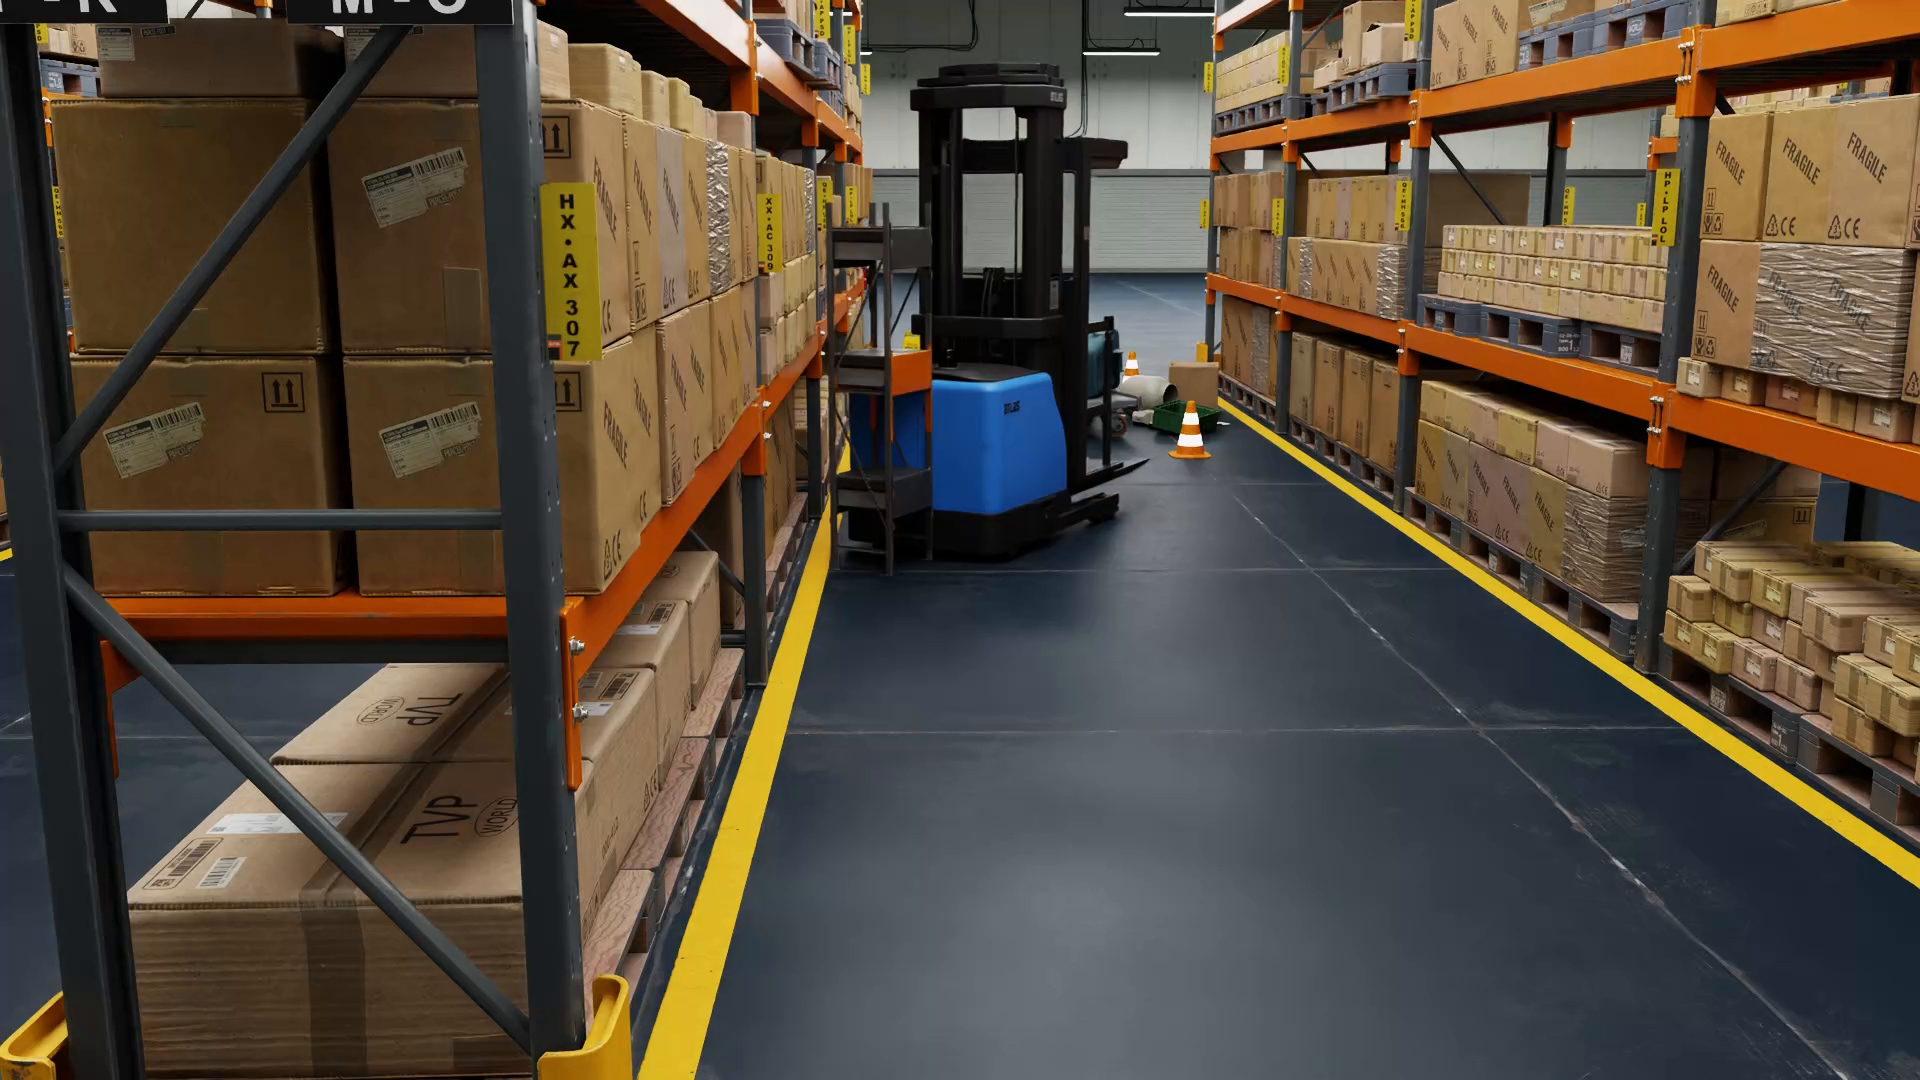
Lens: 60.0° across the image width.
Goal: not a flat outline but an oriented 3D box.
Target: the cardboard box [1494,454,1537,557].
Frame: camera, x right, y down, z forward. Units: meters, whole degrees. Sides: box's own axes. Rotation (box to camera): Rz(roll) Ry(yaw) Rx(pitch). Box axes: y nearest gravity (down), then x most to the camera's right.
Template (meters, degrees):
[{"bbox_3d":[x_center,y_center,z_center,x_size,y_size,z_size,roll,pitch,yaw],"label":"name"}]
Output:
[{"bbox_3d":[3.307,-0.197,9.217,0.500,0.500,0.500,0,11,-2],"label":"cardboard box"}]

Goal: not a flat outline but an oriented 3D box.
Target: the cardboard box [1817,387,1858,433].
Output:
[{"bbox_3d":[3.346,-0.477,5.998,0.380,0.149,0.250,0,11,0],"label":"cardboard box"}]

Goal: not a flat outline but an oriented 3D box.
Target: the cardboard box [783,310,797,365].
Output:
[{"bbox_3d":[-1.109,-1.046,8.546,0.500,0.250,0.500,0,11,-2],"label":"cardboard box"}]

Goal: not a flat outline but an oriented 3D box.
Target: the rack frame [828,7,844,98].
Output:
[{"bbox_3d":[-1.522,-5.356,14.327,1.000,3.000,0.127,0,11,-1],"label":"rack frame"}]

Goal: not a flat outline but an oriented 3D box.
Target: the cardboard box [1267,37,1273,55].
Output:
[{"bbox_3d":[3.089,-4.621,15.564,0.380,0.149,0.250,0,11,-1],"label":"cardboard box"}]

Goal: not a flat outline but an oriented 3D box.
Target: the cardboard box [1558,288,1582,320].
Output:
[{"bbox_3d":[3.359,-1.233,8.670,0.380,0.149,0.250,-1,11,-4],"label":"cardboard box"}]

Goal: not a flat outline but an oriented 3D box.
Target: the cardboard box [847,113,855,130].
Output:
[{"bbox_3d":[-1.222,-4.083,16.226,0.380,0.149,0.250,0,11,-2],"label":"cardboard box"}]

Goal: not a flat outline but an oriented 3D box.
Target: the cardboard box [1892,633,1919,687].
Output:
[{"bbox_3d":[3.397,0.414,5.593,0.380,0.149,0.250,0,11,-1],"label":"cardboard box"}]

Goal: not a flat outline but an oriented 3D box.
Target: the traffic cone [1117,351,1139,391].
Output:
[{"bbox_3d":[1.934,-1.897,18.745,0.336,0.463,0.334,0,11,-1],"label":"traffic cone"}]

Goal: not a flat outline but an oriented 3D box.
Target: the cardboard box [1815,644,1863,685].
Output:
[{"bbox_3d":[3.399,0.459,6.116,0.380,0.149,0.250,0,11,1],"label":"cardboard box"}]

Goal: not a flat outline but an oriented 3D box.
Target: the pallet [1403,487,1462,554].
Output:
[{"bbox_3d":[3.522,-0.139,10.715,1.003,0.211,1.213,0,11,-1],"label":"pallet"}]

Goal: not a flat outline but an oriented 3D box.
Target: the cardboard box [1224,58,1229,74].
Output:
[{"bbox_3d":[3.041,-5.076,17.808,0.380,0.149,0.250,0,11,-2],"label":"cardboard box"}]

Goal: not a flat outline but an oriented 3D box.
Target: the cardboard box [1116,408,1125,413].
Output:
[{"bbox_3d":[1.548,-1.451,17.042,0.396,0.266,0.258,2,12,9],"label":"cardboard box"}]

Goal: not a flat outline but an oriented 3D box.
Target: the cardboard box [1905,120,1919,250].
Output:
[{"bbox_3d":[3.371,-1.155,5.193,0.500,0.500,0.500,-1,11,-3],"label":"cardboard box"}]

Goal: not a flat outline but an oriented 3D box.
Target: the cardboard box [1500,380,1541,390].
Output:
[{"bbox_3d":[3.784,-0.875,10.671,0.500,0.250,0.500,-1,11,-2],"label":"cardboard box"}]

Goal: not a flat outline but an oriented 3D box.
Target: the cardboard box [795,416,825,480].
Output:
[{"bbox_3d":[-1.441,-0.651,11.778,0.950,0.372,0.625,-1,12,-5],"label":"cardboard box"}]

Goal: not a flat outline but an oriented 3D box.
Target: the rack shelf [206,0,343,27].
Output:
[{"bbox_3d":[-6.526,-5.184,16.294,1.077,0.370,4.000,0,11,-1],"label":"rack shelf"}]

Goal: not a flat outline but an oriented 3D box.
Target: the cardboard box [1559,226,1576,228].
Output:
[{"bbox_3d":[3.979,-1.890,10.411,0.380,0.149,0.250,0,11,-2],"label":"cardboard box"}]

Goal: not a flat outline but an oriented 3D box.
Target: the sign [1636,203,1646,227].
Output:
[{"bbox_3d":[7.761,-3.674,18.946,0.100,0.325,0.005,0,11,-1],"label":"sign"}]

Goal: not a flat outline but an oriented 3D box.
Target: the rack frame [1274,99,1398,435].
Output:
[{"bbox_3d":[3.425,-2.456,15.123,1.000,3.000,0.127,0,11,-1],"label":"rack frame"}]

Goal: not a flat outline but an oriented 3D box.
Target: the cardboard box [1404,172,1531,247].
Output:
[{"bbox_3d":[3.508,-2.290,11.534,0.700,0.500,0.500,0,11,-1],"label":"cardboard box"}]

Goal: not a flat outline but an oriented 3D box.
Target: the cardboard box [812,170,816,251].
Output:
[{"bbox_3d":[-1.167,-2.058,10.394,0.500,0.500,0.500,-1,11,-3],"label":"cardboard box"}]

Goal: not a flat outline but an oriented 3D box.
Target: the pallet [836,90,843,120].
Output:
[{"bbox_3d":[-1.616,-3.671,14.037,1.213,0.211,1.003,0,11,-1],"label":"pallet"}]

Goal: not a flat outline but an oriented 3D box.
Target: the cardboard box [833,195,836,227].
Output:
[{"bbox_3d":[-1.267,-2.525,13.403,0.500,0.500,0.500,0,11,1],"label":"cardboard box"}]

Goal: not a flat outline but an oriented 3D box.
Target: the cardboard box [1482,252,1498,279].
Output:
[{"bbox_3d":[3.339,-1.636,9.905,0.380,0.149,0.250,0,11,-1],"label":"cardboard box"}]

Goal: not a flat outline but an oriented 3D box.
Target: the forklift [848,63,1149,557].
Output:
[{"bbox_3d":[0.430,-1.588,11.015,1.130,2.935,3.031,6,13,26],"label":"forklift"}]

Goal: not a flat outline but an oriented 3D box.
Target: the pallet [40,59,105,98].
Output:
[{"bbox_3d":[-6.505,-3.112,11.284,1.213,0.211,1.003,0,11,1],"label":"pallet"}]

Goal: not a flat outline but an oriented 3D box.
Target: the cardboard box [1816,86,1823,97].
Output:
[{"bbox_3d":[8.176,-4.166,15.378,0.380,0.149,0.250,0,11,-1],"label":"cardboard box"}]

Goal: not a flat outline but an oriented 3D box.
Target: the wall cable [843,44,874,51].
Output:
[{"bbox_3d":[-4.108,-13.507,49.611,3.097,2.526,0.112,0,11,-1],"label":"wall cable"}]

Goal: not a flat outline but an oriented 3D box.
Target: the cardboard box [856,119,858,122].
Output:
[{"bbox_3d":[-1.329,-4.553,17.541,0.500,0.250,0.500,0,11,-2],"label":"cardboard box"}]

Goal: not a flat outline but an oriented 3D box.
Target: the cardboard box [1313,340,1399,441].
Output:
[{"bbox_3d":[3.544,-1.245,13.753,1.050,0.750,0.750,0,11,-1],"label":"cardboard box"}]

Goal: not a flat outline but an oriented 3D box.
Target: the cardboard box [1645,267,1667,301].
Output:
[{"bbox_3d":[3.385,-1.173,7.624,0.380,0.149,0.250,0,11,1],"label":"cardboard box"}]

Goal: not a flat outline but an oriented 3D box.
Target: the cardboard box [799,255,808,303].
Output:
[{"bbox_3d":[-1.130,-1.494,9.497,0.500,0.250,0.500,-1,11,-3],"label":"cardboard box"}]

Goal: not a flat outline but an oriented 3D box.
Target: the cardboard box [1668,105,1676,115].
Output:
[{"bbox_3d":[7.987,-4.736,18.190,0.380,0.149,0.250,0,11,0],"label":"cardboard box"}]

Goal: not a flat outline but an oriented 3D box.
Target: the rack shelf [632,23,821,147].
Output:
[{"bbox_3d":[-1.398,-2.341,8.818,1.077,0.370,4.000,0,11,-1],"label":"rack shelf"}]

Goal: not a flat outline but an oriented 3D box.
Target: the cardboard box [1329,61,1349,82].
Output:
[{"bbox_3d":[3.194,-3.779,13.420,0.380,0.149,0.250,0,11,-1],"label":"cardboard box"}]

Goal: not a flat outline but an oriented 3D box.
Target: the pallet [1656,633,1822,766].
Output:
[{"bbox_3d":[3.640,0.634,6.904,1.003,0.211,1.213,0,11,-1],"label":"pallet"}]

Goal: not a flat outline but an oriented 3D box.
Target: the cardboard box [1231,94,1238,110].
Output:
[{"bbox_3d":[3.050,-4.583,17.385,0.380,0.149,0.250,0,11,-1],"label":"cardboard box"}]

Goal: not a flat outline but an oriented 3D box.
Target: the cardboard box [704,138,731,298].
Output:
[{"bbox_3d":[-1.048,-1.070,5.523,0.500,0.500,0.500,0,11,0],"label":"cardboard box"}]

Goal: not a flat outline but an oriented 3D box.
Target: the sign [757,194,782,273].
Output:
[{"bbox_3d":[-0.802,-1.291,7.004,0.100,0.325,0.005,0,11,-1],"label":"sign"}]

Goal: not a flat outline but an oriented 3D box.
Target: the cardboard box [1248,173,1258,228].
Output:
[{"bbox_3d":[3.432,-3.455,16.950,0.875,0.550,0.500,0,11,-1],"label":"cardboard box"}]

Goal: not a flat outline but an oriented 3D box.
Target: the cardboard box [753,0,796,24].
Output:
[{"bbox_3d":[-1.044,-2.800,8.556,0.396,0.266,0.258,1,11,4],"label":"cardboard box"}]

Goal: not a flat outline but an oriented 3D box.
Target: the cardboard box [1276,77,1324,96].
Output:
[{"bbox_3d":[3.098,-4.129,15.149,0.380,0.149,0.250,0,11,-1],"label":"cardboard box"}]

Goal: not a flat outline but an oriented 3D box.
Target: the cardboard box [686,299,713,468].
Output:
[{"bbox_3d":[-1.055,-0.477,5.116,0.500,0.500,0.500,0,11,1],"label":"cardboard box"}]

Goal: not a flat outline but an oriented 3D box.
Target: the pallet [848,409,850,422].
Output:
[{"bbox_3d":[-1.571,-1.183,15.858,1.003,0.211,1.213,0,11,-1],"label":"pallet"}]

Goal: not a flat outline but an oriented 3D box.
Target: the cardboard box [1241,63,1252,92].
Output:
[{"bbox_3d":[3.128,-4.651,16.716,0.500,0.250,0.500,0,11,-1],"label":"cardboard box"}]

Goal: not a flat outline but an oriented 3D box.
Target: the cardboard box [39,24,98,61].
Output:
[{"bbox_3d":[-6.173,-3.519,11.255,0.500,0.500,0.500,0,11,-1],"label":"cardboard box"}]

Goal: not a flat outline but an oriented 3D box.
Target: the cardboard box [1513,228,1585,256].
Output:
[{"bbox_3d":[3.352,-1.682,9.383,0.380,0.149,0.250,0,11,1],"label":"cardboard box"}]

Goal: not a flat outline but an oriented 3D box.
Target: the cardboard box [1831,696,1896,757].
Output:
[{"bbox_3d":[3.344,0.657,5.892,0.380,0.149,0.250,-1,11,-3],"label":"cardboard box"}]

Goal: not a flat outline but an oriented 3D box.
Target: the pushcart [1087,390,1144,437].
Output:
[{"bbox_3d":[0.757,-1.150,15.280,1.648,0.377,0.936,-4,12,-21],"label":"pushcart"}]

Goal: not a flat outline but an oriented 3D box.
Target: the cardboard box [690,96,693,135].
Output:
[{"bbox_3d":[-1.069,-1.368,5.362,0.380,0.149,0.250,0,11,-2],"label":"cardboard box"}]

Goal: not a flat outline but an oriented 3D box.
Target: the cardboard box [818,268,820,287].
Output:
[{"bbox_3d":[-1.192,-1.880,11.857,0.380,0.149,0.250,-1,12,-5],"label":"cardboard box"}]

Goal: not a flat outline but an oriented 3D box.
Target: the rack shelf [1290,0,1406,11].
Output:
[{"bbox_3d":[3.466,-4.450,12.678,1.077,0.370,4.000,0,11,-1],"label":"rack shelf"}]

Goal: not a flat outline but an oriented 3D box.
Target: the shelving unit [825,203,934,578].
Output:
[{"bbox_3d":[-0.456,-0.875,9.589,0.431,2.100,0.503,6,13,26],"label":"shelving unit"}]
